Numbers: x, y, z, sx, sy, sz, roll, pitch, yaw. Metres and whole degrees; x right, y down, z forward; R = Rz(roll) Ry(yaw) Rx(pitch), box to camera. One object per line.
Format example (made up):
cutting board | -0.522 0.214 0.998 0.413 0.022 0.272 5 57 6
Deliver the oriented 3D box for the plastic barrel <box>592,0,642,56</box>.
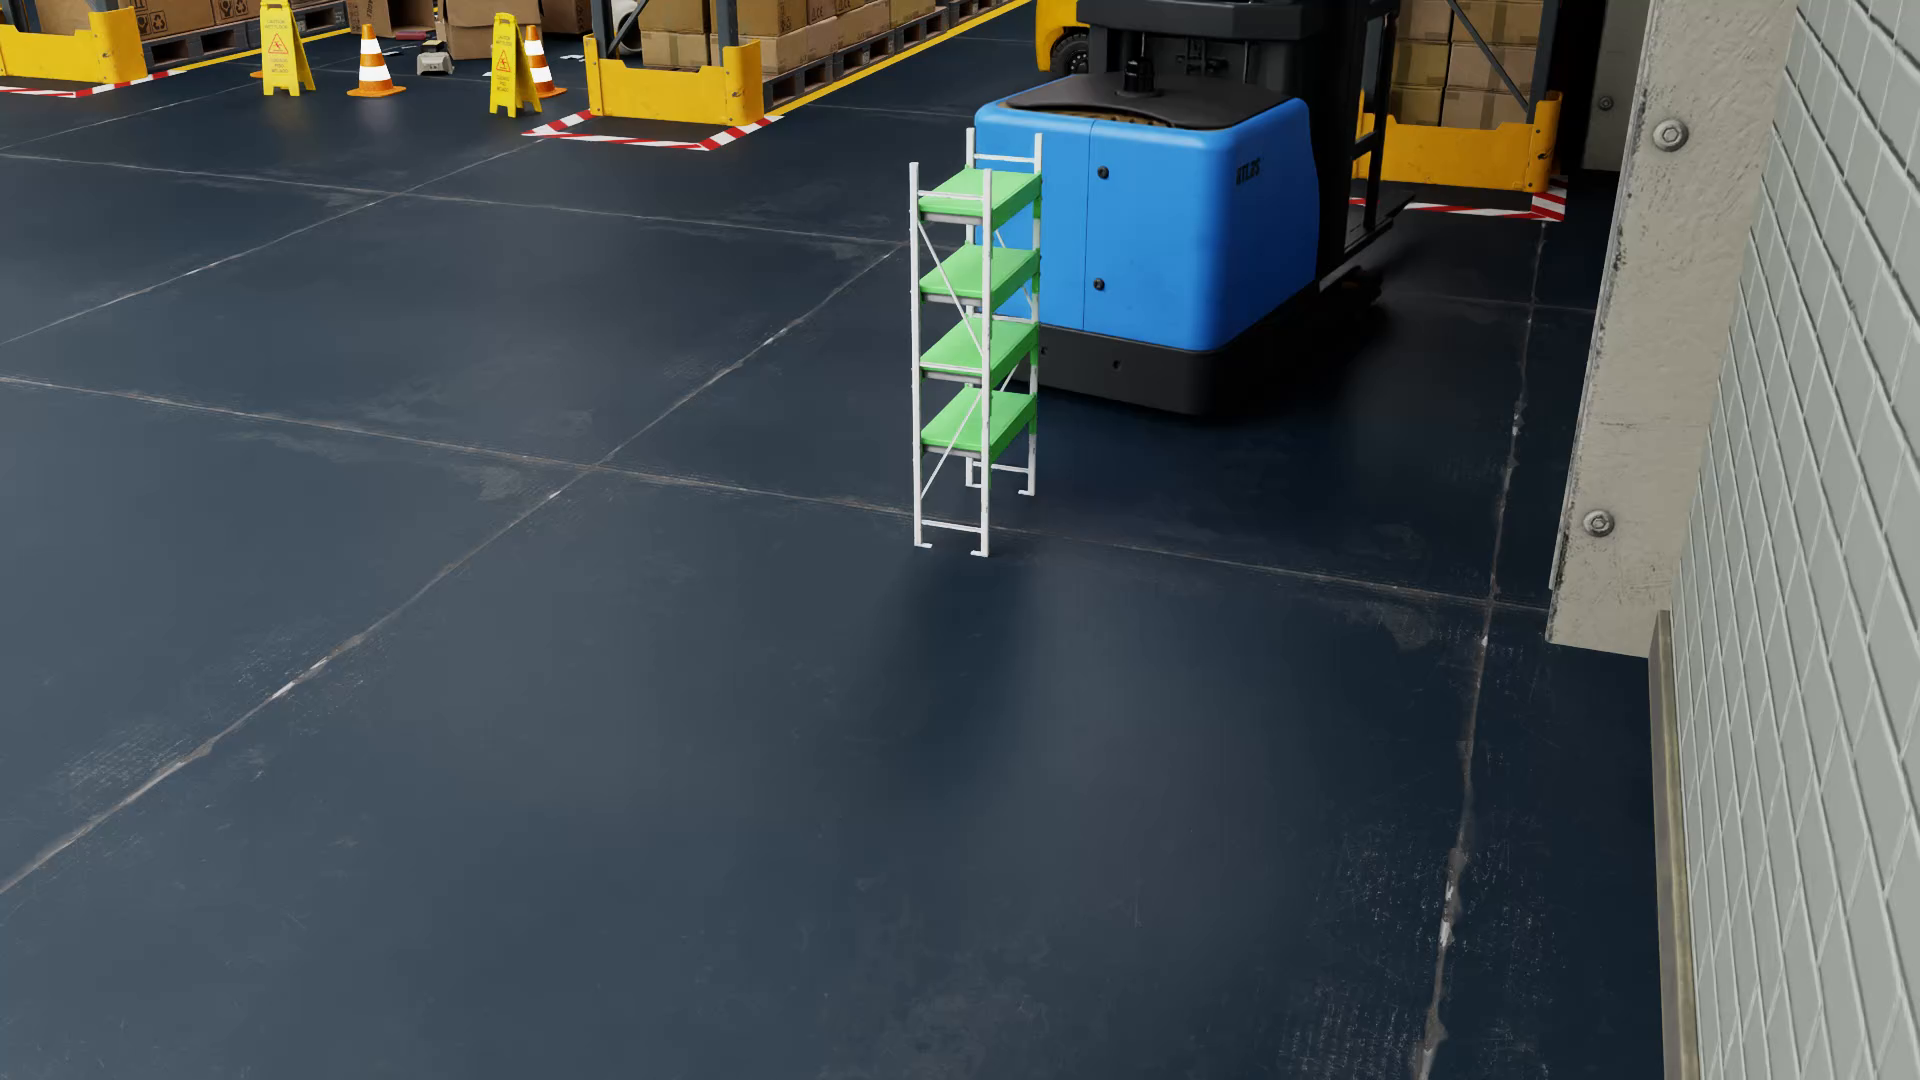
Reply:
plastic barrel | -2.656 -4.061 13.152 0.421 0.421 0.512 -14 29 -27

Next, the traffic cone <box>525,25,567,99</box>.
traffic cone | -2.989 -3.374 11.688 0.336 0.463 0.334 9 27 17

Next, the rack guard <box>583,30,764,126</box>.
rack guard | -1.890 -3.059 10.993 1.175 0.500 0.348 9 27 17

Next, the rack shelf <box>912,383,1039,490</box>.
rack shelf | 0.055 -0.335 5.261 0.258 0.148 0.480 9 27 17

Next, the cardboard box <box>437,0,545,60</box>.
cardboard box | -3.718 -4.118 13.177 0.797 0.503 0.637 -9 27 -18

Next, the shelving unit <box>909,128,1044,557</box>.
shelving unit | 0.055 -0.608 5.129 0.258 1.200 0.503 9 27 17

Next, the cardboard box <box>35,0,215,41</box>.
cardboard box | -6.454 -4.350 12.748 0.875 0.875 0.875 9 27 18

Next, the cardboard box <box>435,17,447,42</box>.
cardboard box | -4.121 -4.268 13.761 0.396 0.266 0.258 14 29 26

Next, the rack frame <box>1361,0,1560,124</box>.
rack frame | 2.766 -3.434 8.901 1.000 3.000 0.127 9 27 17

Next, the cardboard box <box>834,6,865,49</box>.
cardboard box | -1.040 -3.830 12.392 0.500 0.250 0.500 11 28 21

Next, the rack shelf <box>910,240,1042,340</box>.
rack shelf | 0.055 -0.767 5.052 0.258 0.148 0.480 9 27 17

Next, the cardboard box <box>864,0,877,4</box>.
cardboard box | -0.865 -4.384 12.675 0.500 0.500 0.500 10 28 20

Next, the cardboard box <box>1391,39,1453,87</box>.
cardboard box | 2.634 -2.856 9.806 0.500 0.250 0.500 8 27 17

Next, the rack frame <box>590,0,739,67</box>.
rack frame | -1.916 -4.152 10.384 1.000 3.000 0.127 9 27 17

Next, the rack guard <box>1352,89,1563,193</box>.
rack guard | 2.758 -2.299 9.425 1.175 0.500 0.348 9 27 17

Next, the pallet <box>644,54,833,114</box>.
pallet | -1.587 -3.257 11.735 1.003 0.211 1.213 9 27 17

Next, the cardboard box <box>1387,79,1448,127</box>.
cardboard box | 2.625 -2.624 9.902 0.500 0.250 0.500 9 27 18

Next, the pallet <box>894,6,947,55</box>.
pallet | -0.775 -4.260 13.806 1.003 0.211 1.213 9 27 17

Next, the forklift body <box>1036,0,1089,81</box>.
forklift body | 1.677 -4.096 11.242 2.313 2.155 1.214 9 27 17

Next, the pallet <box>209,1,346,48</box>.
pallet | -6.017 -4.413 14.123 1.003 0.211 1.213 9 27 17

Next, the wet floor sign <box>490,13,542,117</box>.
wet floor sign | -2.988 -3.170 11.056 0.267 0.644 0.232 20 32 35

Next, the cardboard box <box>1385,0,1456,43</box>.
cardboard box | 2.626 -3.070 9.675 0.500 0.250 0.500 10 27 19

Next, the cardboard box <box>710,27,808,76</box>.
cardboard box | -1.386 -3.395 11.494 0.500 0.250 0.500 9 27 17

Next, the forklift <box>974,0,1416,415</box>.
forklift | 1.223 -2.371 6.784 1.130 2.935 3.031 15 29 27

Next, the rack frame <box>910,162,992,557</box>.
rack frame | -0.026 -0.508 4.922 0.240 1.200 0.015 9 27 17

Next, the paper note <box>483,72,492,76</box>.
paper note | -3.478 -3.493 12.430 0.148 0.019 0.142 0 26 -1

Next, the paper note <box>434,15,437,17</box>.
paper note | -4.656 -4.729 14.981 0.147 0.020 0.142 -9 27 -18

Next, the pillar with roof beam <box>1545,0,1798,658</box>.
pillar with roof beam | -2.208 -4.448 4.111 9.100 9.000 0.400 9 27 17

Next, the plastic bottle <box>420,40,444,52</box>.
plastic bottle | -4.251 -3.990 13.421 0.133 0.061 0.283 0 26 -1

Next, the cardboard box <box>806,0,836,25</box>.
cardboard box | -1.209 -3.958 11.796 0.500 0.500 0.500 8 27 16

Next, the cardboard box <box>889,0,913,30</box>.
cardboard box | -0.696 -4.245 13.250 0.500 0.250 0.500 8 27 16

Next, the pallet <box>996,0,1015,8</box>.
pallet | 0.077 -5.364 16.087 1.003 0.211 1.213 9 27 17

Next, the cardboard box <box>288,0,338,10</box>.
cardboard box | -5.858 -5.086 14.268 0.875 0.875 0.875 9 27 18

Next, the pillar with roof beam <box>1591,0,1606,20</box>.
pillar with roof beam | 1.785 -9.380 14.296 9.100 9.000 0.400 9 27 17

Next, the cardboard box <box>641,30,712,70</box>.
cardboard box | -1.892 -3.485 11.679 0.500 0.250 0.500 9 27 17

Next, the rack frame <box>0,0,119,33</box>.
rack frame | -6.617 -4.829 11.781 1.000 3.000 0.127 9 27 17

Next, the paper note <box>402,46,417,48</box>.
paper note | -4.477 -4.005 13.510 0.123 0.001 0.032 -20 33 -36
